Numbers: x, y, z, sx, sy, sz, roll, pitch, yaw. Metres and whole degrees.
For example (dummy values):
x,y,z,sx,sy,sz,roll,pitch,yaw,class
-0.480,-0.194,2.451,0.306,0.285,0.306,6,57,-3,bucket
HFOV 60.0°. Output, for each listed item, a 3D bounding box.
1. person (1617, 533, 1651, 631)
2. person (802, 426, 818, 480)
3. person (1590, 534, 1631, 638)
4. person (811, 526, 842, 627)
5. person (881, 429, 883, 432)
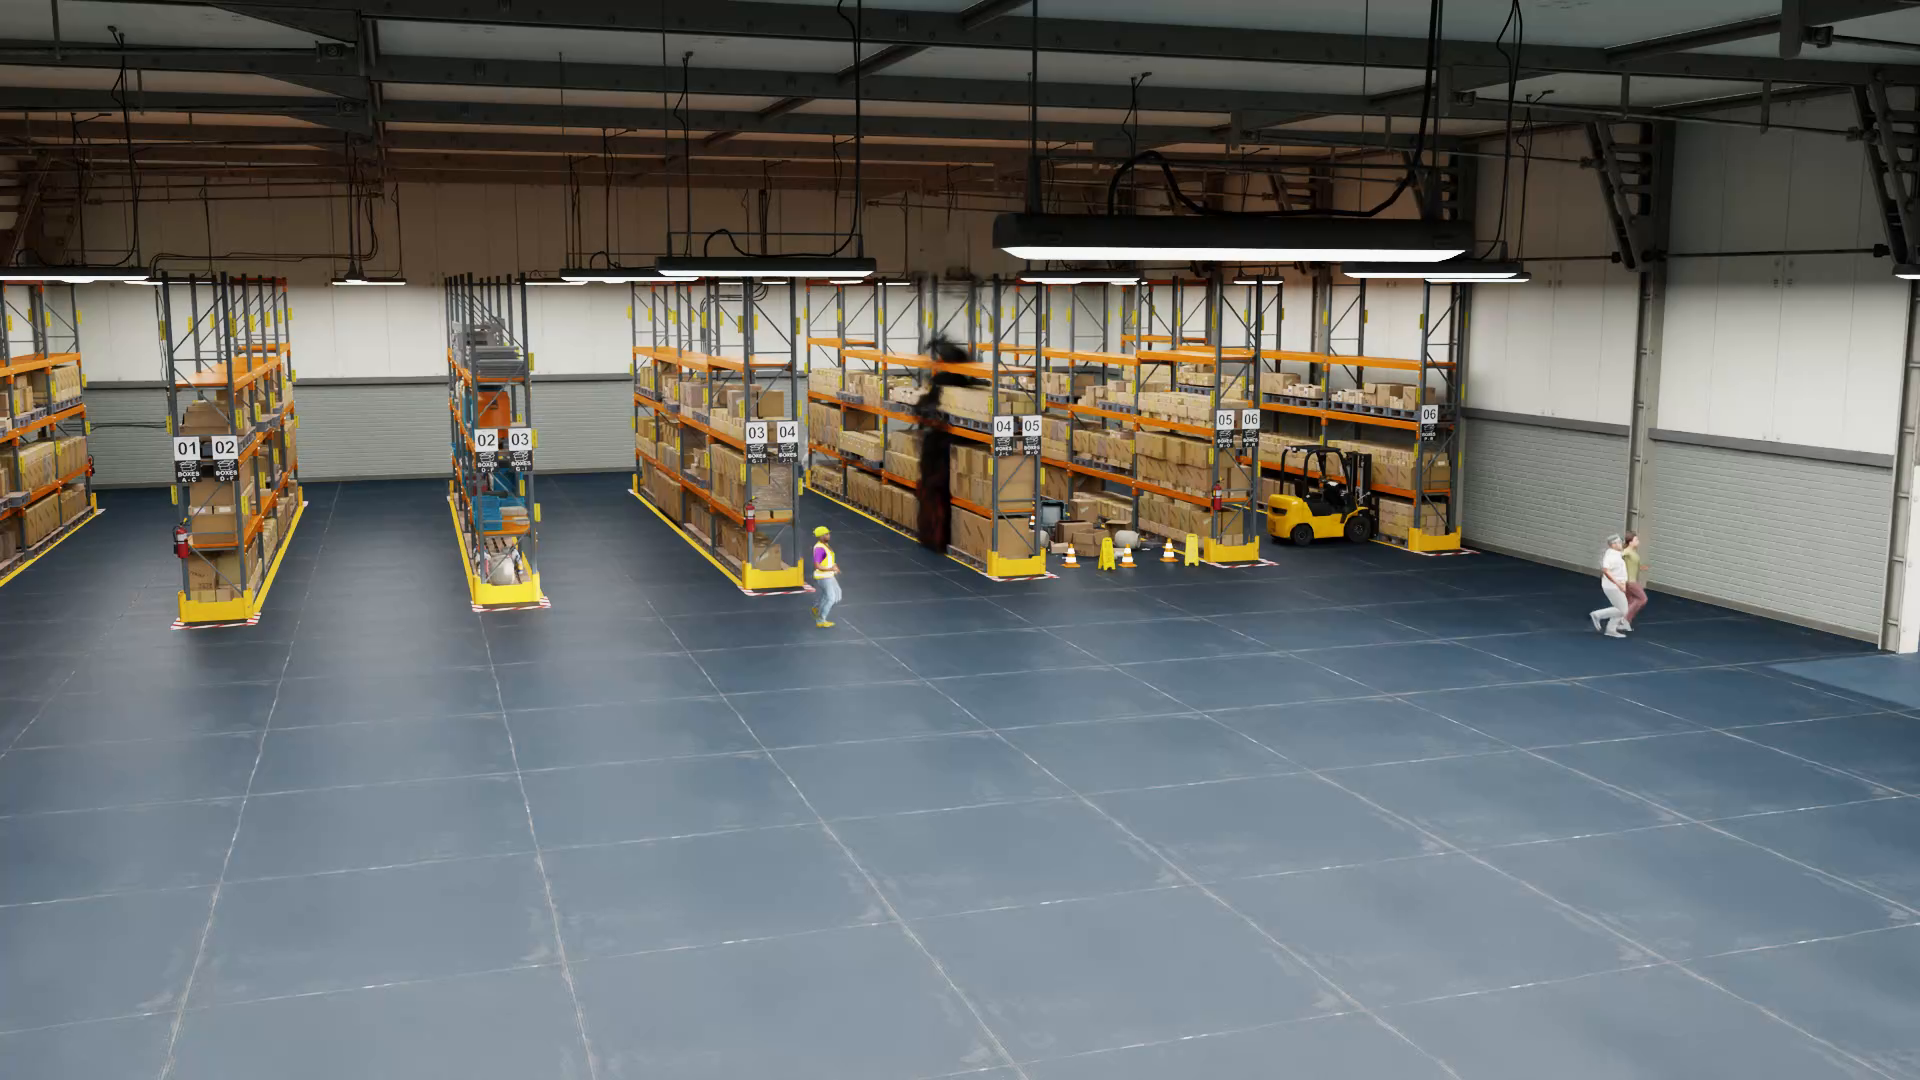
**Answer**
x,y,z,sx,sy,sz,roll,pitch,yaw,class
11.249,0.703,27.868,0.599,1.639,0.565,5,10,30,person
-4.464,-2.647,49.690,0.748,1.788,0.723,-1,9,-5,person
10.744,0.747,27.437,0.602,1.742,0.664,3,9,20,person
-2.261,0.619,28.257,0.589,1.720,0.692,1,9,7,person
-2.322,-2.408,48.223,0.678,1.741,0.678,-4,9,-24,person
